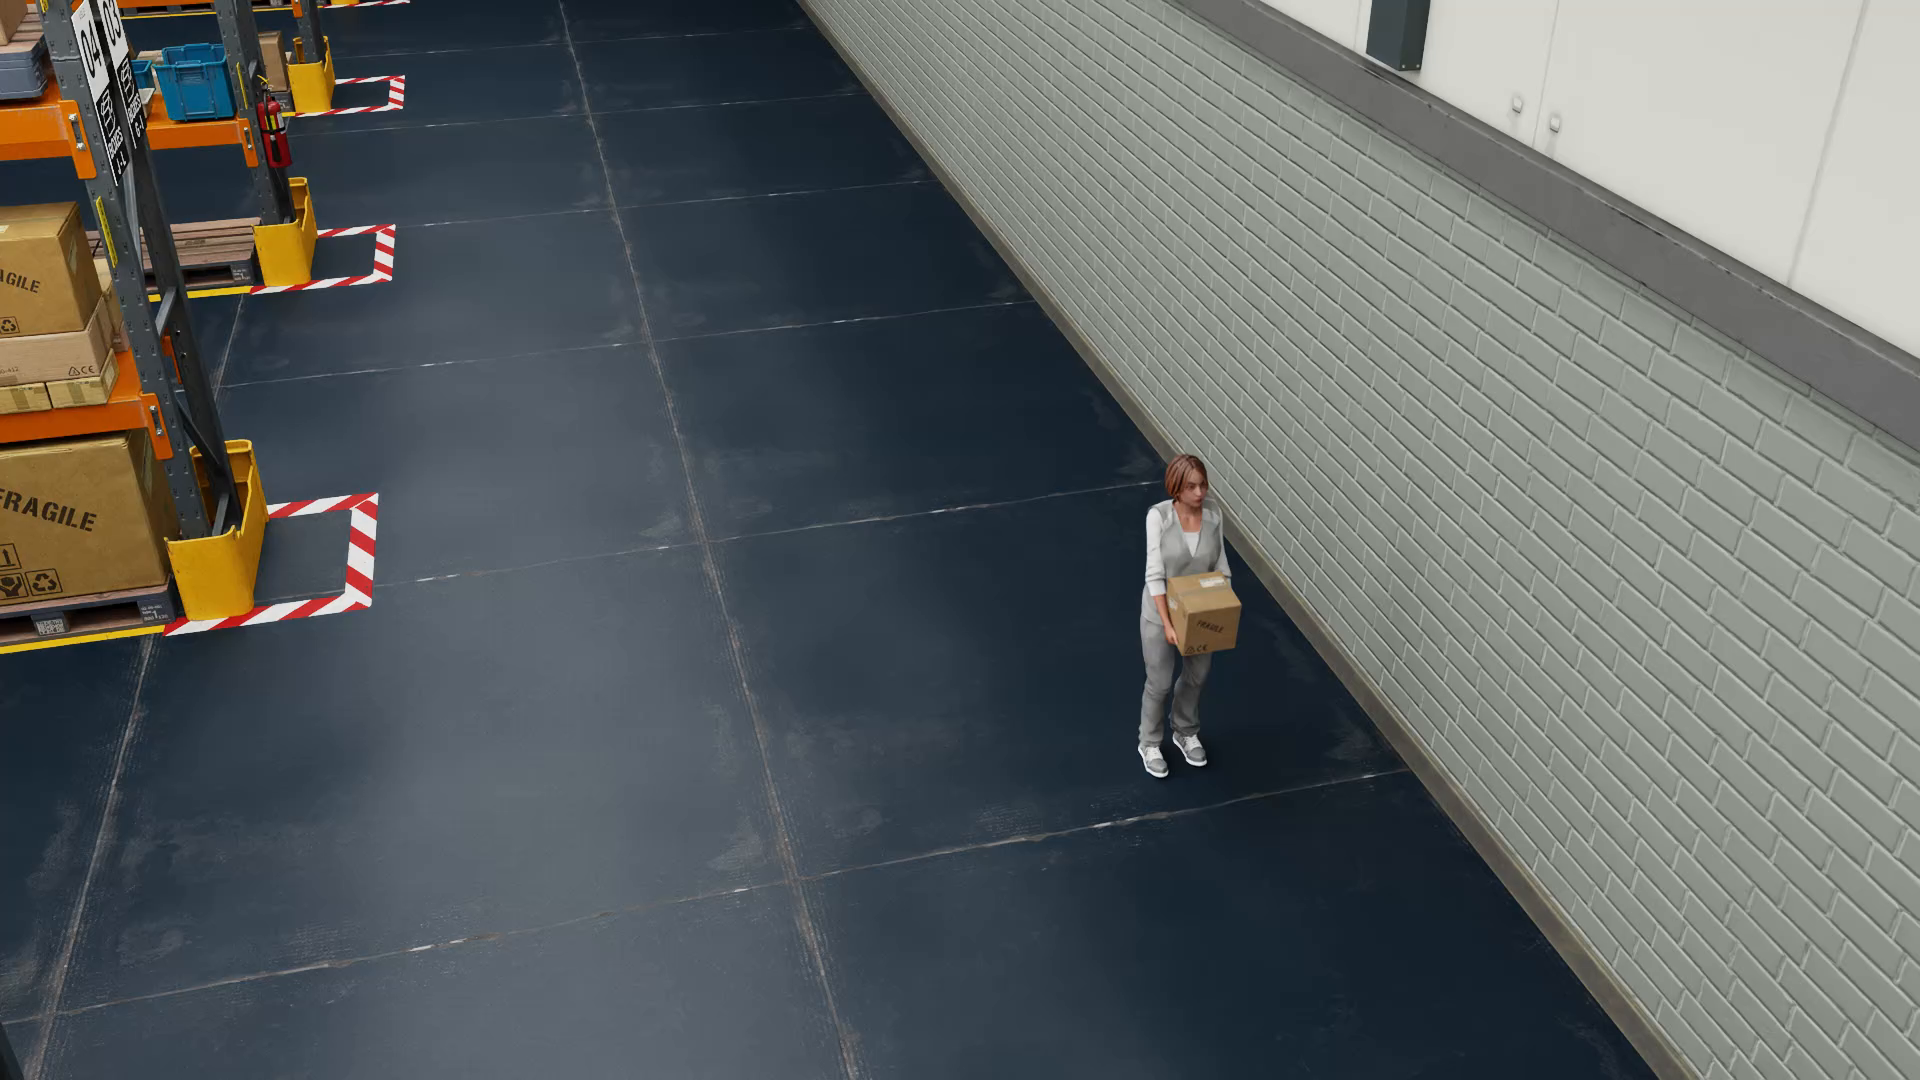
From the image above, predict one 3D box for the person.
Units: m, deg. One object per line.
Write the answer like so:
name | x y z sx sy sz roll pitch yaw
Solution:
person | 1.029 0.385 7.595 0.405 1.590 0.500 -8 31 -12
